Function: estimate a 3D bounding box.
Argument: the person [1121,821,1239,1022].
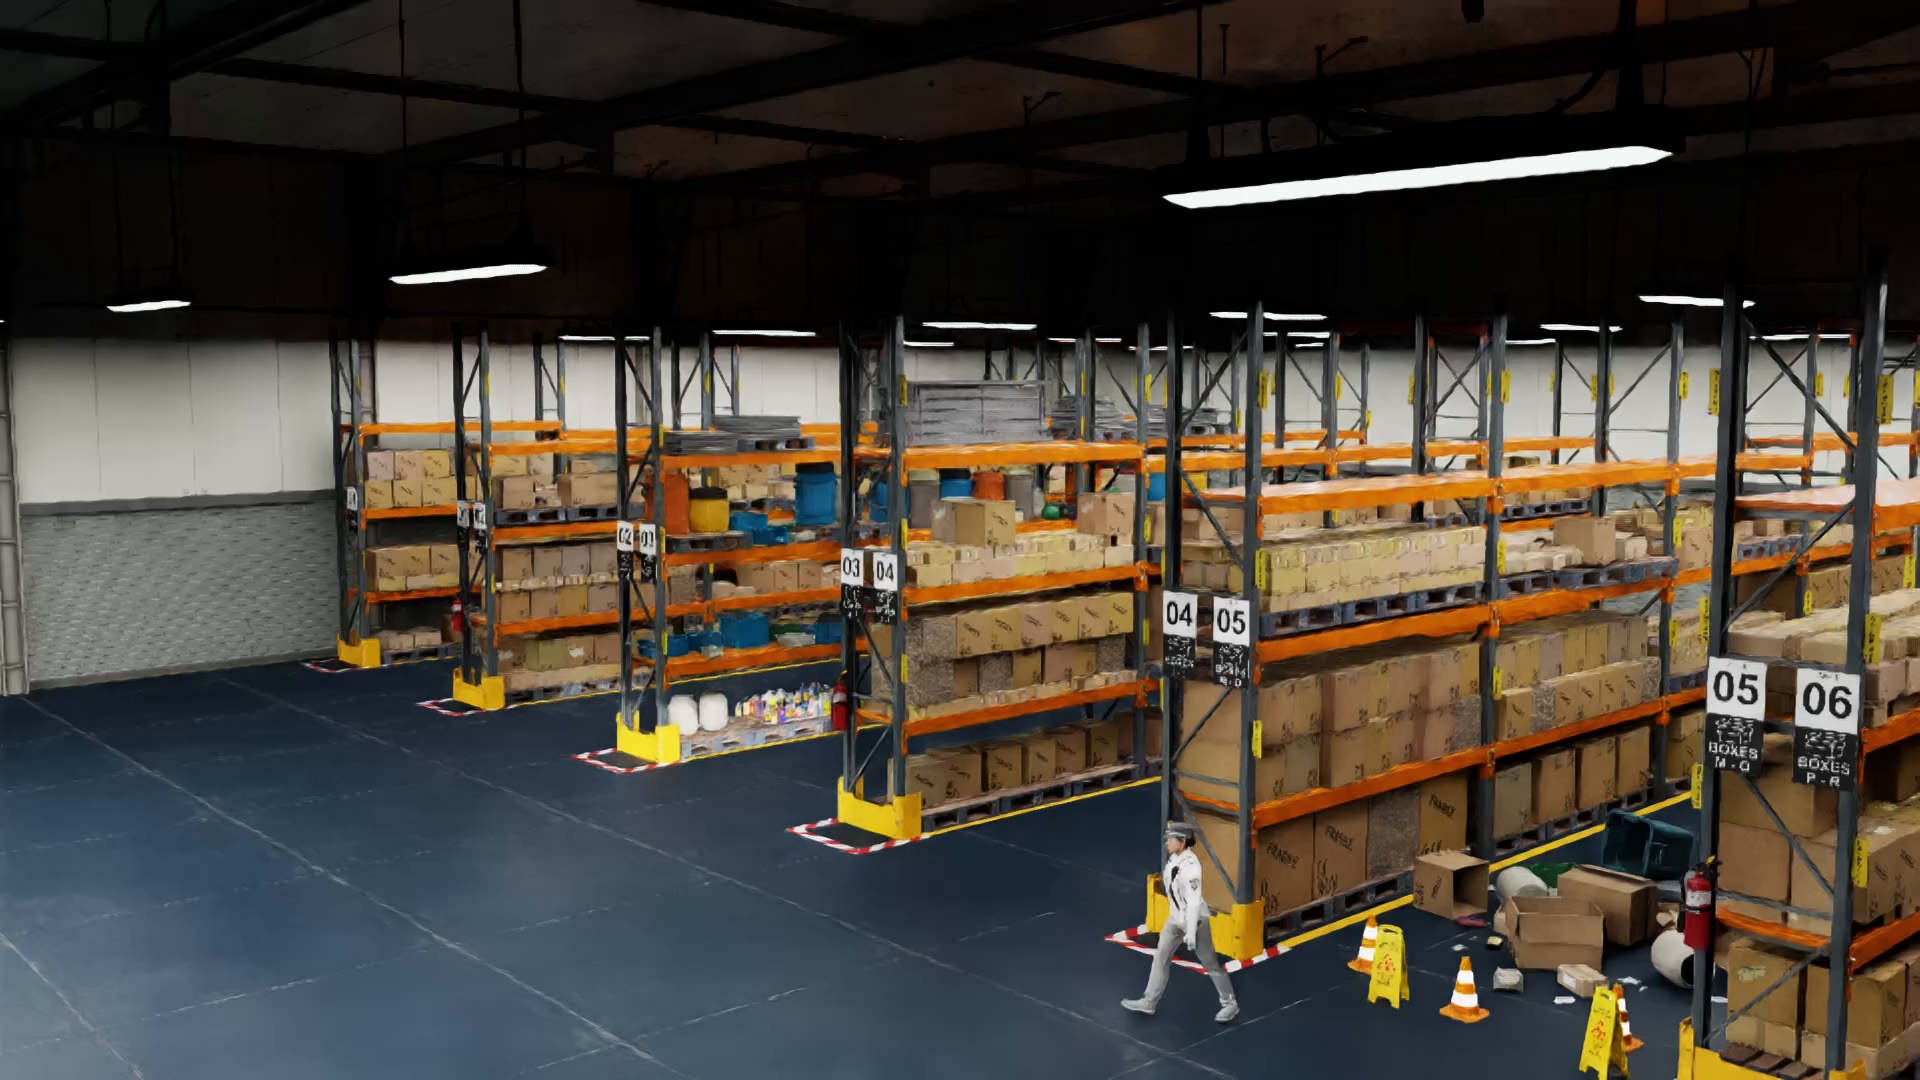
[{"bbox_3d":[1.783,3.037,13.305,0.897,1.625,0.521,-1,6,-14],"label":"person"}]
